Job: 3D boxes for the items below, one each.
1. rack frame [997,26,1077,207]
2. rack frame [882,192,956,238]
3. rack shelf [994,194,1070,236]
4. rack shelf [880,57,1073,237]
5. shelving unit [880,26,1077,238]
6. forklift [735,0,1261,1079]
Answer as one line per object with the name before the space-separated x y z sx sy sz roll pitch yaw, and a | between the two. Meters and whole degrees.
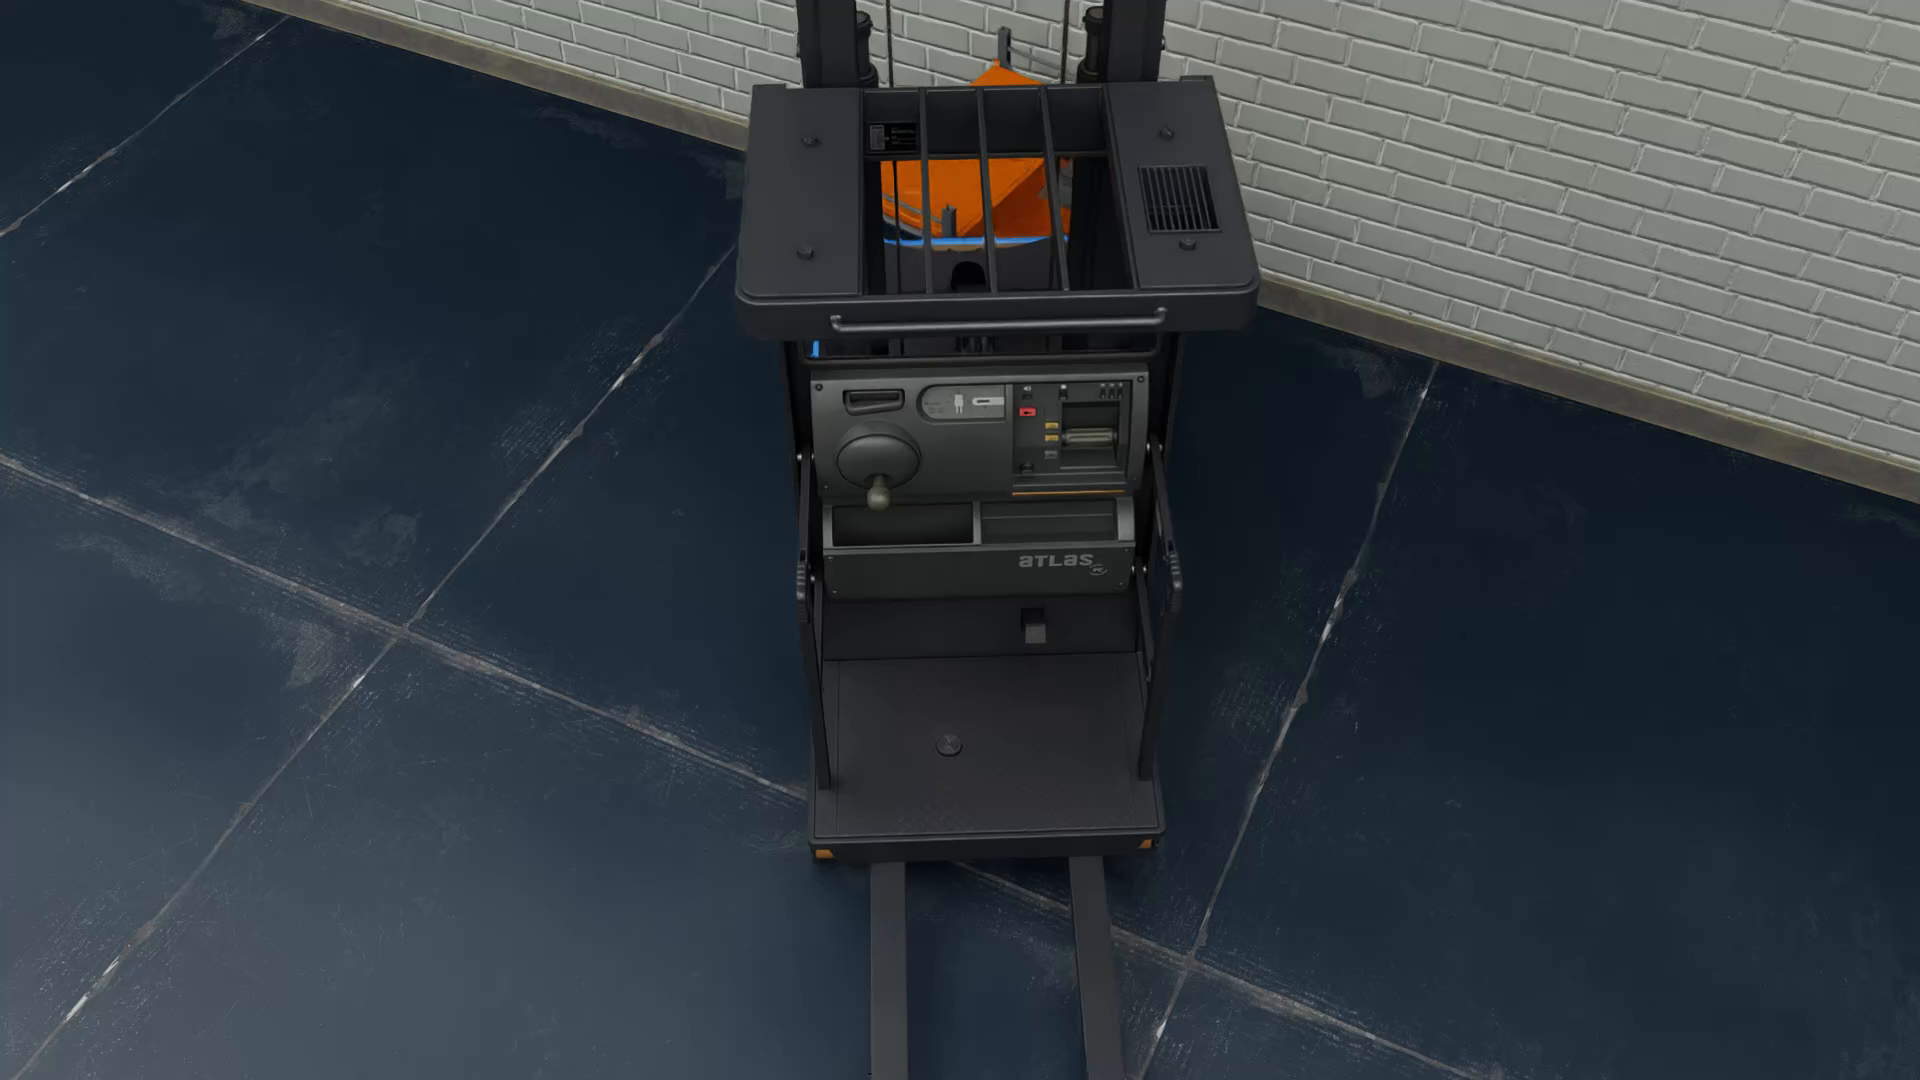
rack frame | 0.360 -1.522 6.806 0.500 1.125 0.032 28 55 22
rack frame | -0.225 -0.889 6.268 0.500 1.125 0.032 28 55 22
rack shelf | 0.067 -1.047 6.723 0.538 0.278 1.000 28 55 22
rack shelf | 0.067 -1.395 6.314 0.538 0.278 1.000 28 55 22
shelving unit | 0.067 -1.205 6.537 0.538 1.125 1.048 28 55 22
forklift | 0.066 -0.181 4.480 1.130 2.935 3.031 -2 50 -1
